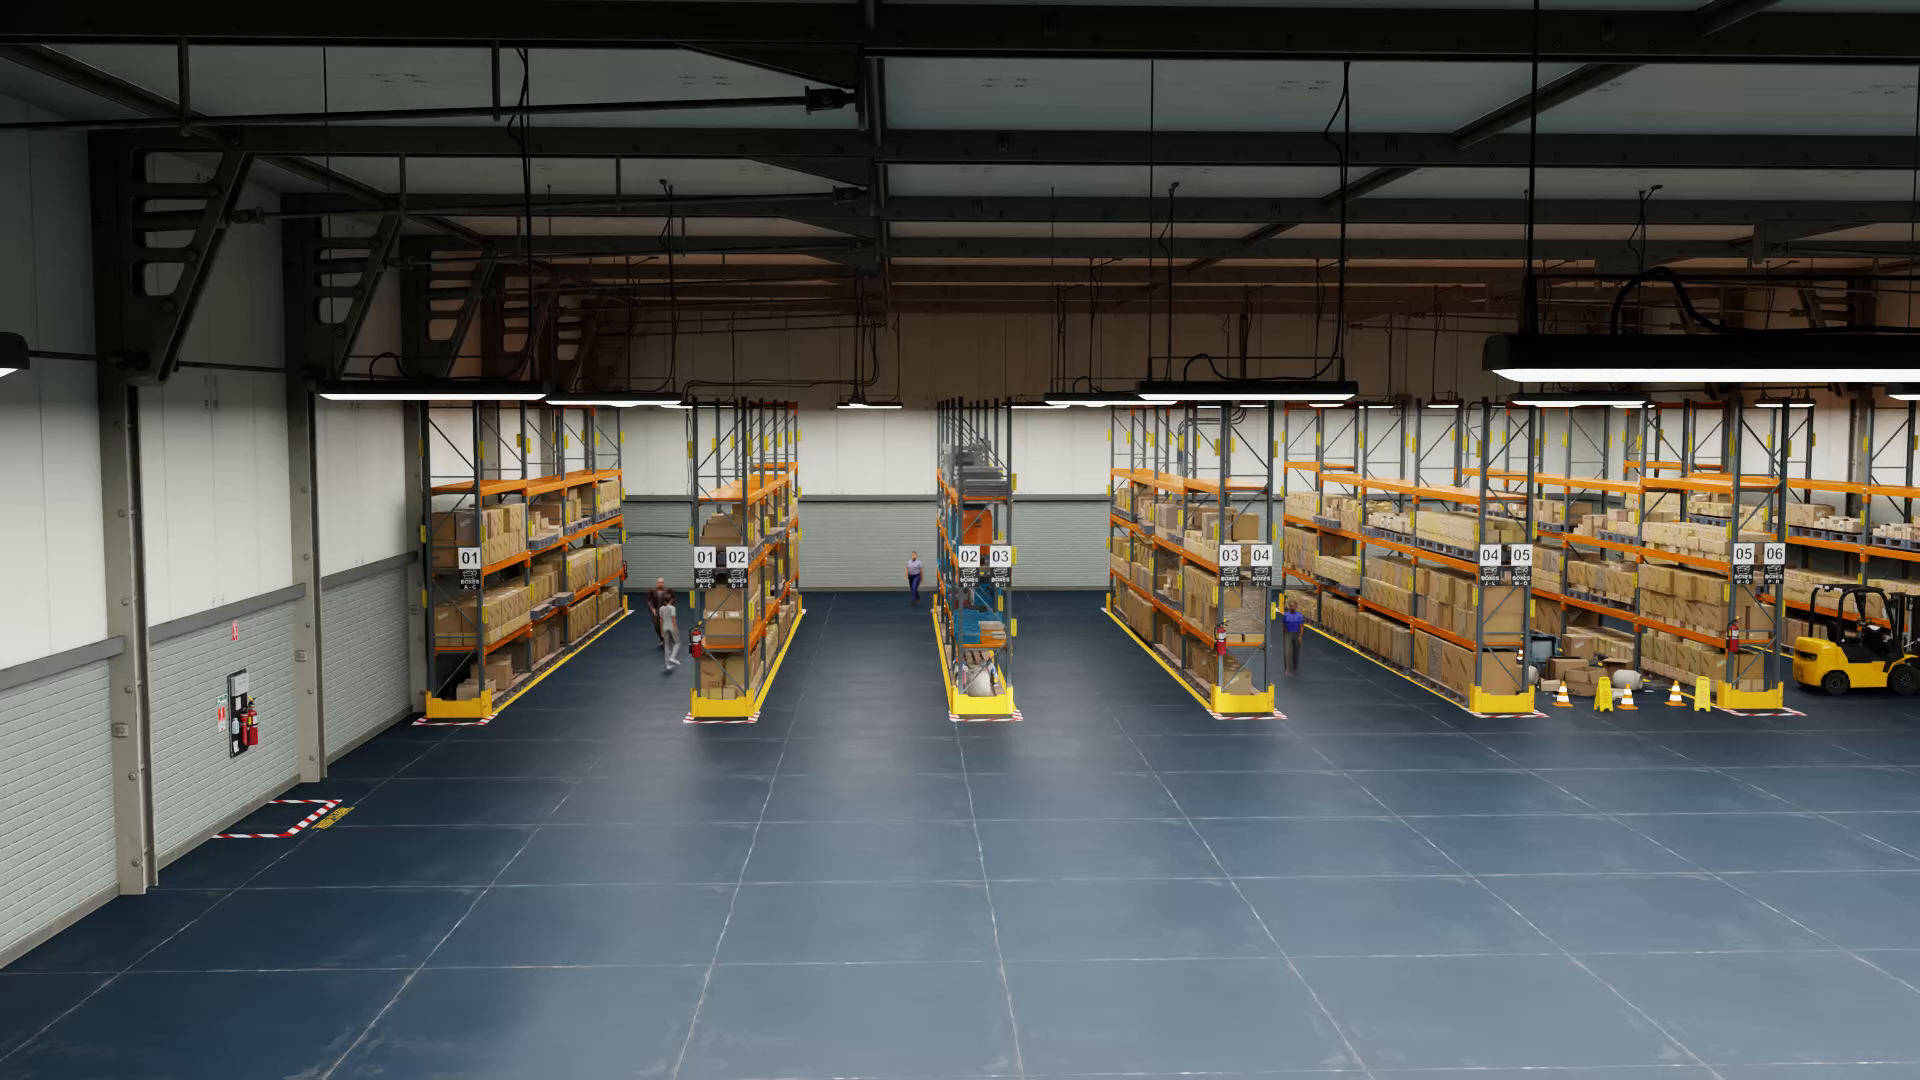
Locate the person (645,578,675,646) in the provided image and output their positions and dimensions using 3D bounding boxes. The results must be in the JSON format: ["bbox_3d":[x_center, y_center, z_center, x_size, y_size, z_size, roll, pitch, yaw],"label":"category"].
[{"bbox_3d":[-7.313,1.755,40.599,0.677,1.686,0.671,0,4,5],"label":"person"}]

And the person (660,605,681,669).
[{"bbox_3d":[-6.468,2.148,37.040,0.506,1.417,0.473,0,4,6],"label":"person"}]

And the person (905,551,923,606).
[{"bbox_3d":[-1.336,1.121,49.062,0.478,1.590,1.039,2,5,27],"label":"person"}]

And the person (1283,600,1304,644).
[{"bbox_3d":[7.208,1.804,35.963,0.458,0.986,0.484,1,5,15],"label":"person"}]
